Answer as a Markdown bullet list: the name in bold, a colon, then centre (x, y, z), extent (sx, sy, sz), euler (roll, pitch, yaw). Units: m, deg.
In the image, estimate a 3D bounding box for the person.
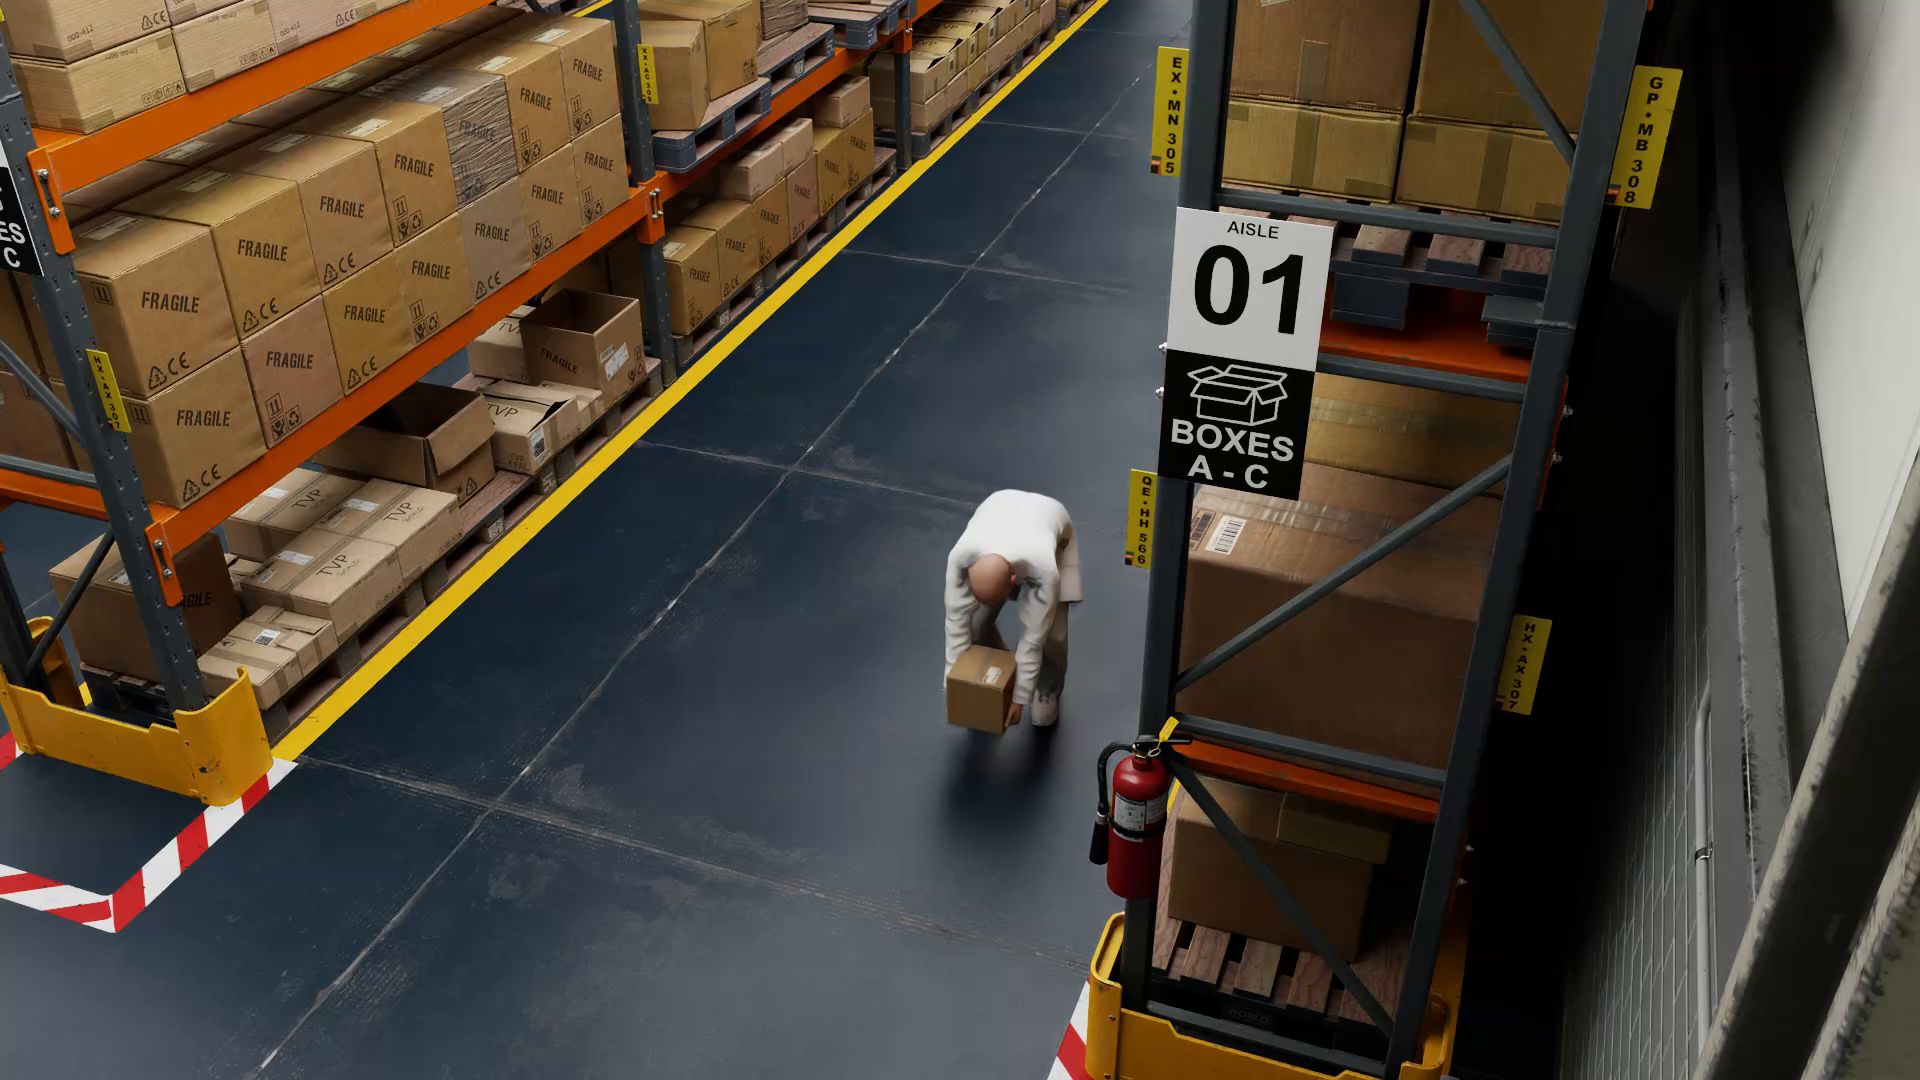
- **person**: centre (0.211, 0.366, 7.204), extent (0.586, 1.106, 0.938), euler (9, 34, 14)
